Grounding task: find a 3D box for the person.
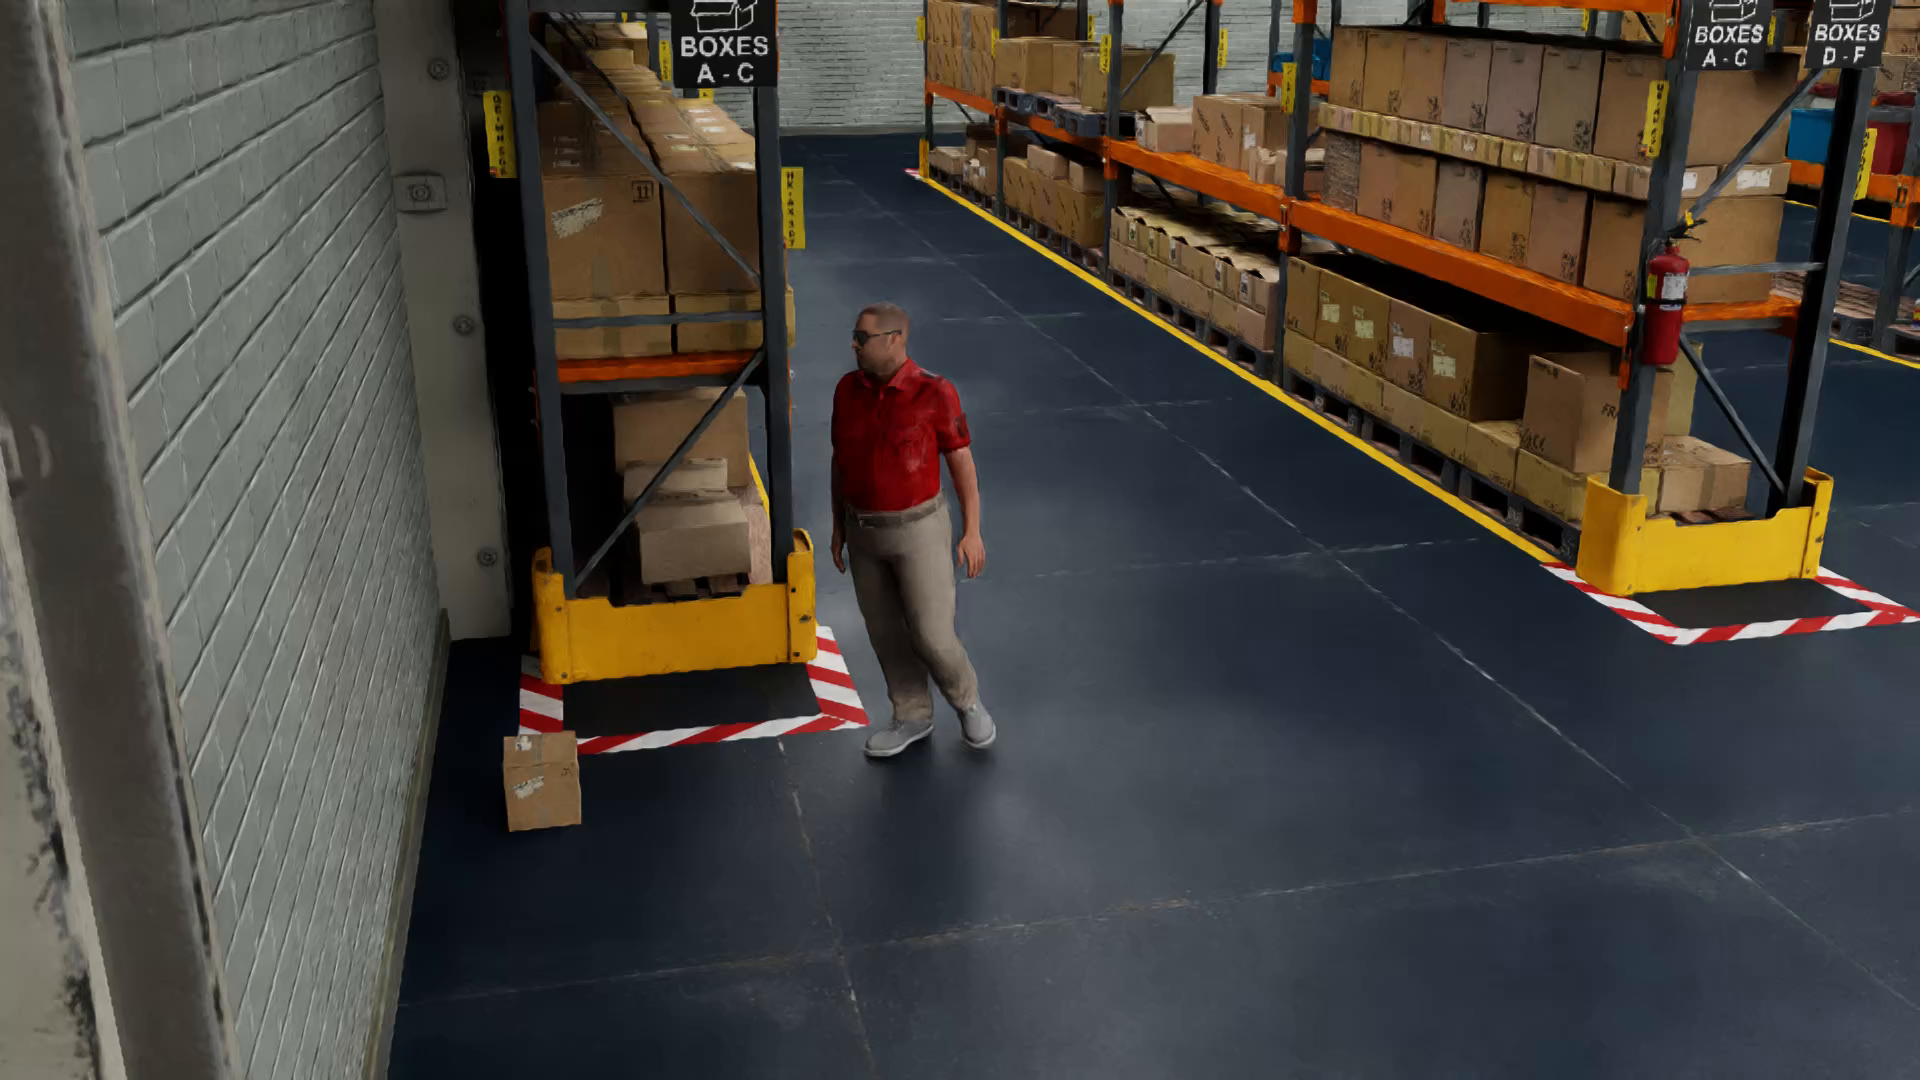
[{"bbox_3d":[-0.180,-0.023,6.149,0.659,1.725,0.467,11,22,28],"label":"person"}]
